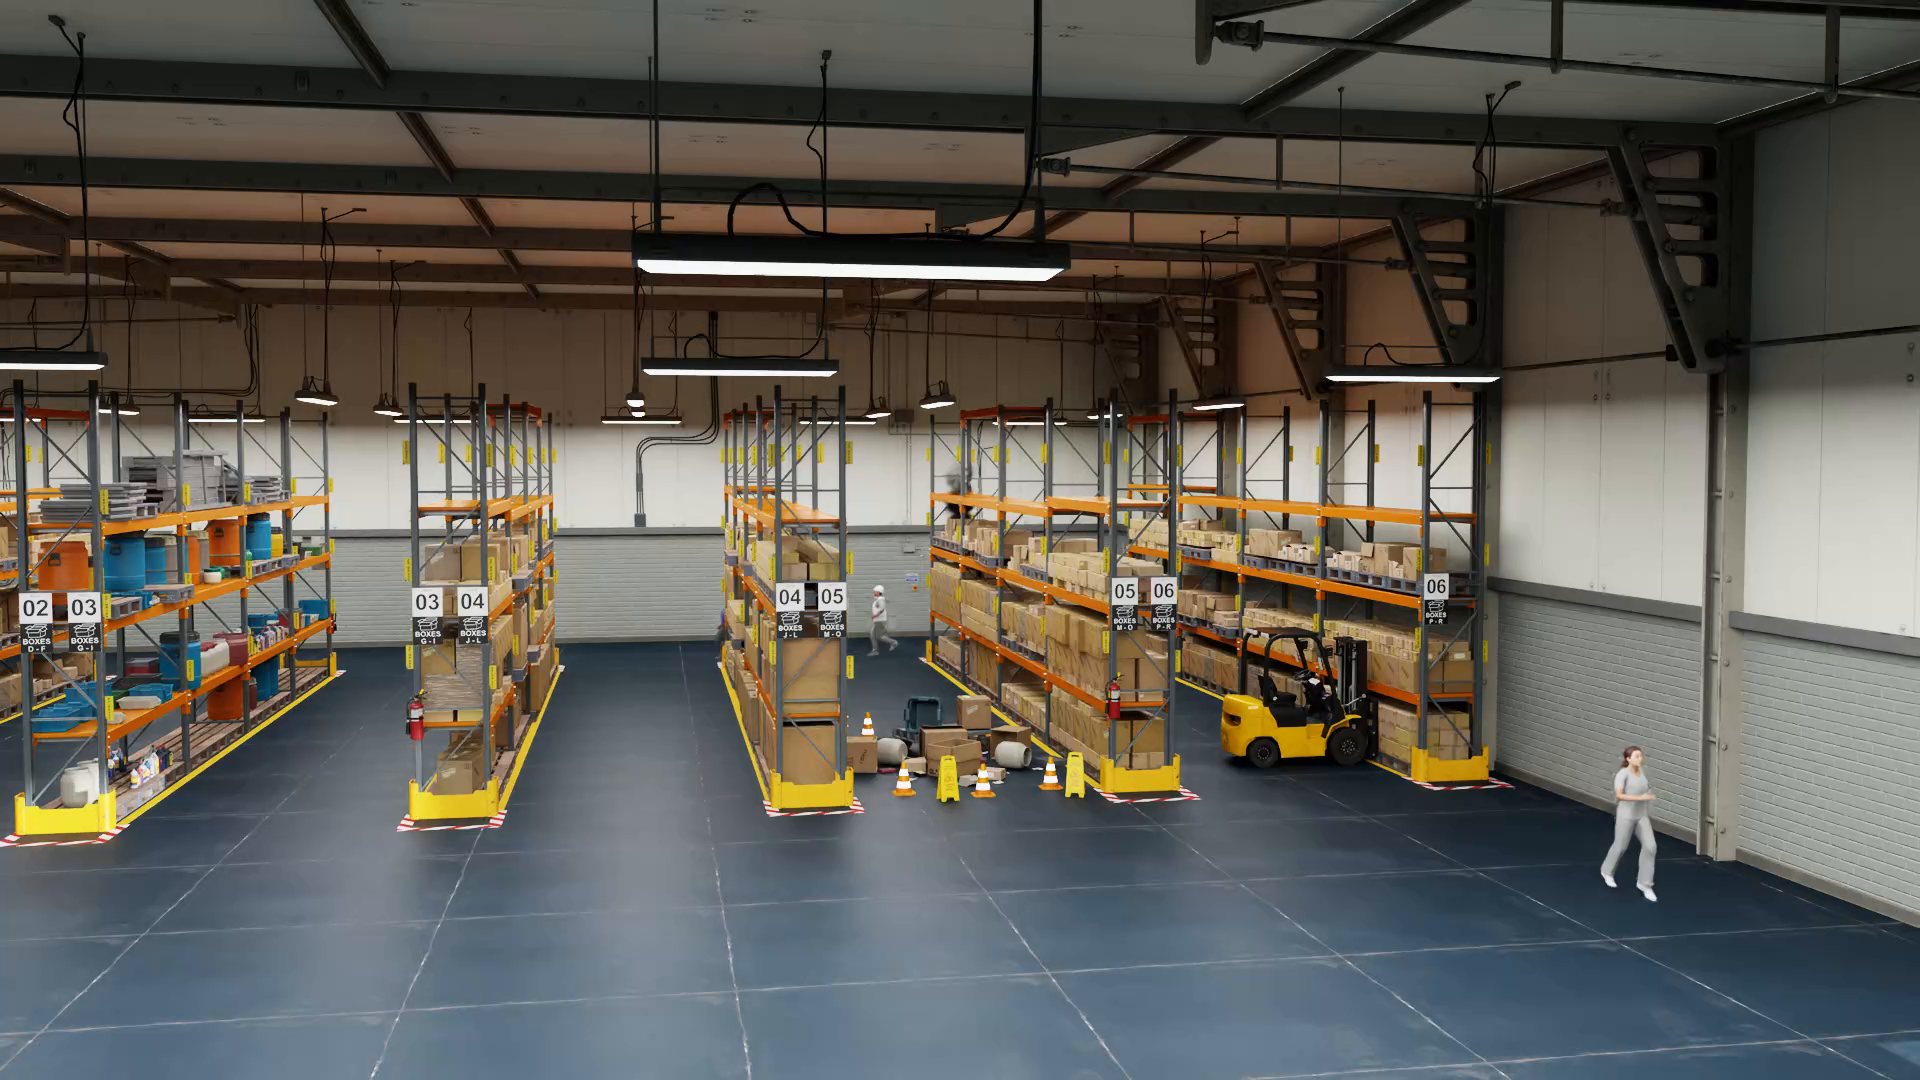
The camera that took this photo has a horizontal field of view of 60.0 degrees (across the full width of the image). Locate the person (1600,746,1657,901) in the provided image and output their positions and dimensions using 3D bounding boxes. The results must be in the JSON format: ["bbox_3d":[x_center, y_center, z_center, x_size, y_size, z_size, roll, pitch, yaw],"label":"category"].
[{"bbox_3d":[7.642,3.200,18.957,0.554,1.738,0.772,-1,3,-19],"label":"person"}]

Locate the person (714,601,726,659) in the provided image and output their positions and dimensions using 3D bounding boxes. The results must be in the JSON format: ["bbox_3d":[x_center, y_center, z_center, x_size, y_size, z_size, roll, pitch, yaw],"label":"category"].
[{"bbox_3d":[-5.771,2.172,40.720,0.578,1.579,0.681,0,3,-4],"label":"person"}]

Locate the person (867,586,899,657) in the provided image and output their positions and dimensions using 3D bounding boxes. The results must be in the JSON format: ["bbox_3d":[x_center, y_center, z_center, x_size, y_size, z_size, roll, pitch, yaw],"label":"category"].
[{"bbox_3d":[-1.929,2.028,41.461,0.801,1.781,0.677,0,3,-6],"label":"person"}]
